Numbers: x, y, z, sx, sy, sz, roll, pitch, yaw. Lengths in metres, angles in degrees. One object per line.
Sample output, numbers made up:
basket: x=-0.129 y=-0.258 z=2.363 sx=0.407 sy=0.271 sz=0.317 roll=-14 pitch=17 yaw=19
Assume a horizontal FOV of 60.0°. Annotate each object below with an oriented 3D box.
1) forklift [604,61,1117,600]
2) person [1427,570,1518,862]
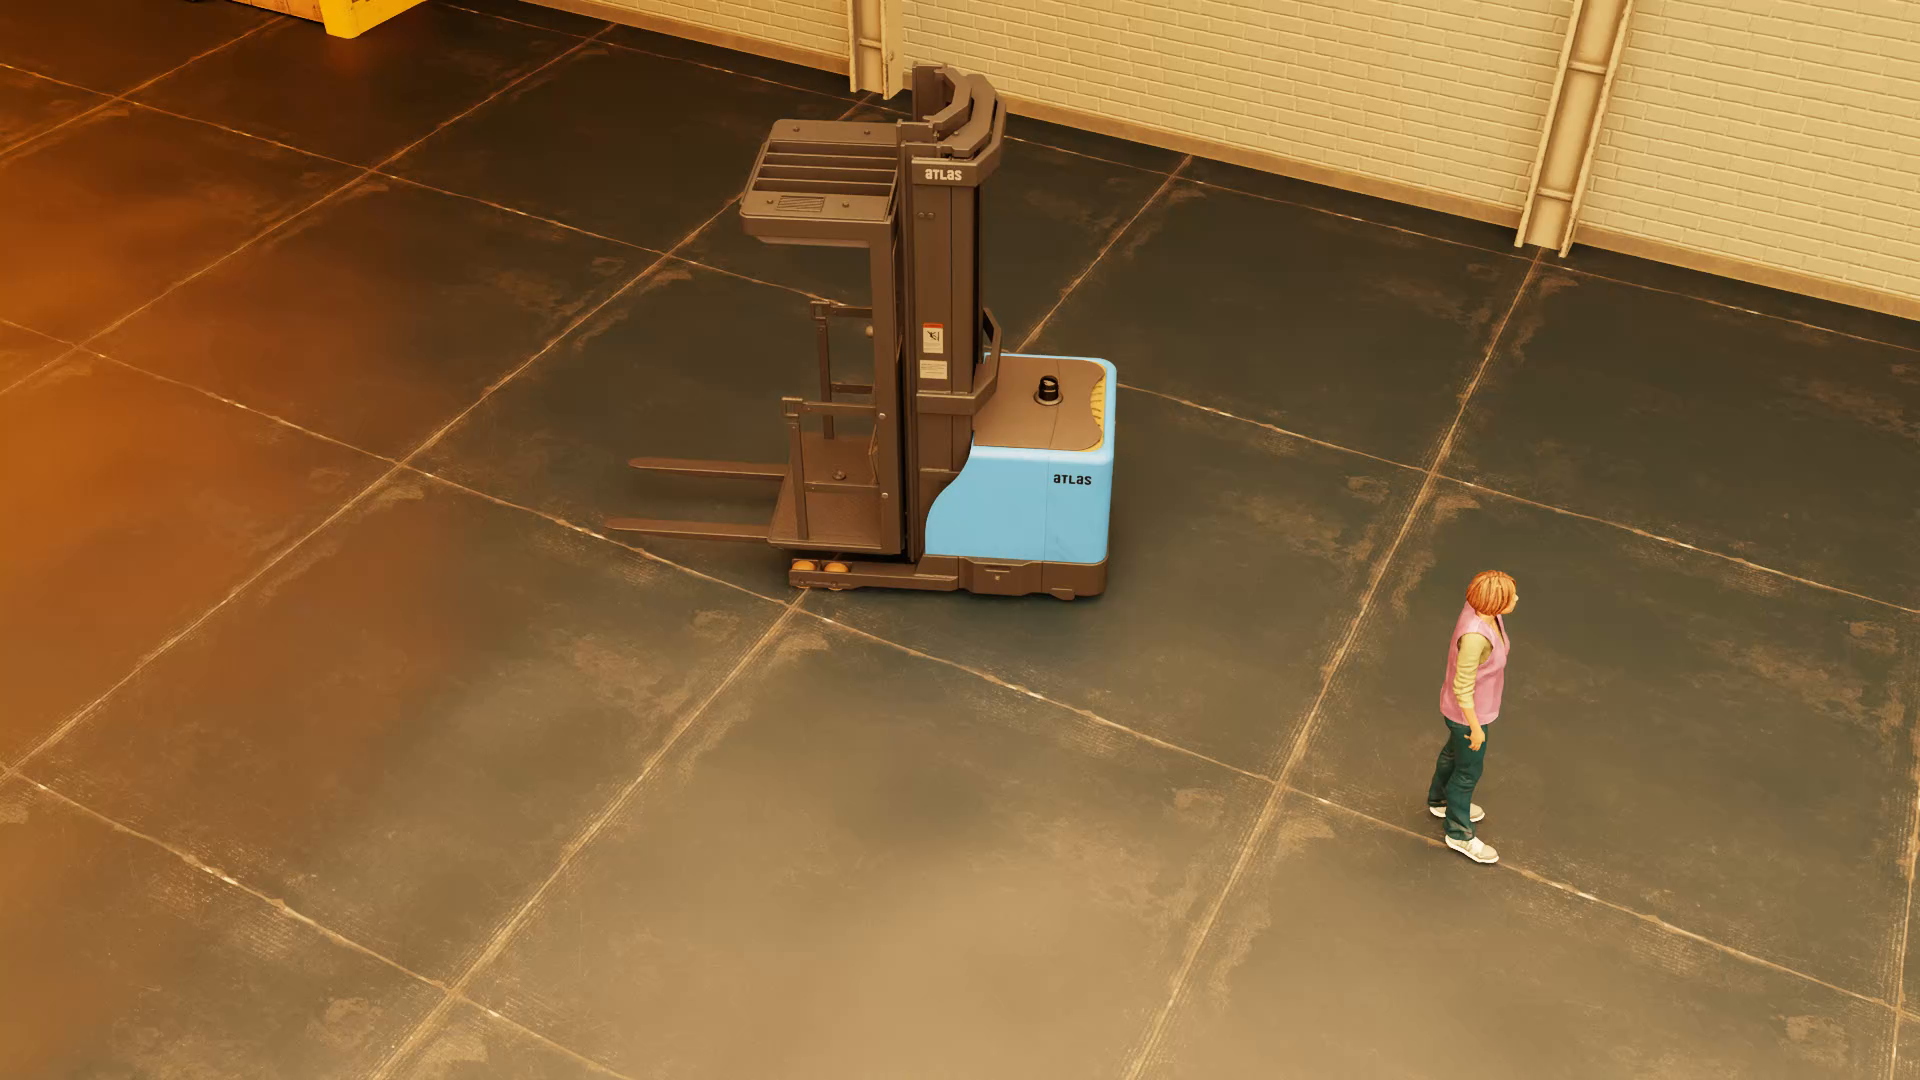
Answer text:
forklift: x=-0.606 y=-1.157 z=9.360 sx=3.031 sy=2.935 sz=1.130 roll=3 pitch=40 yaw=4
person: x=2.544 y=0.821 z=8.041 sx=0.474 sy=1.591 sz=0.519 roll=13 pitch=42 yaw=15
